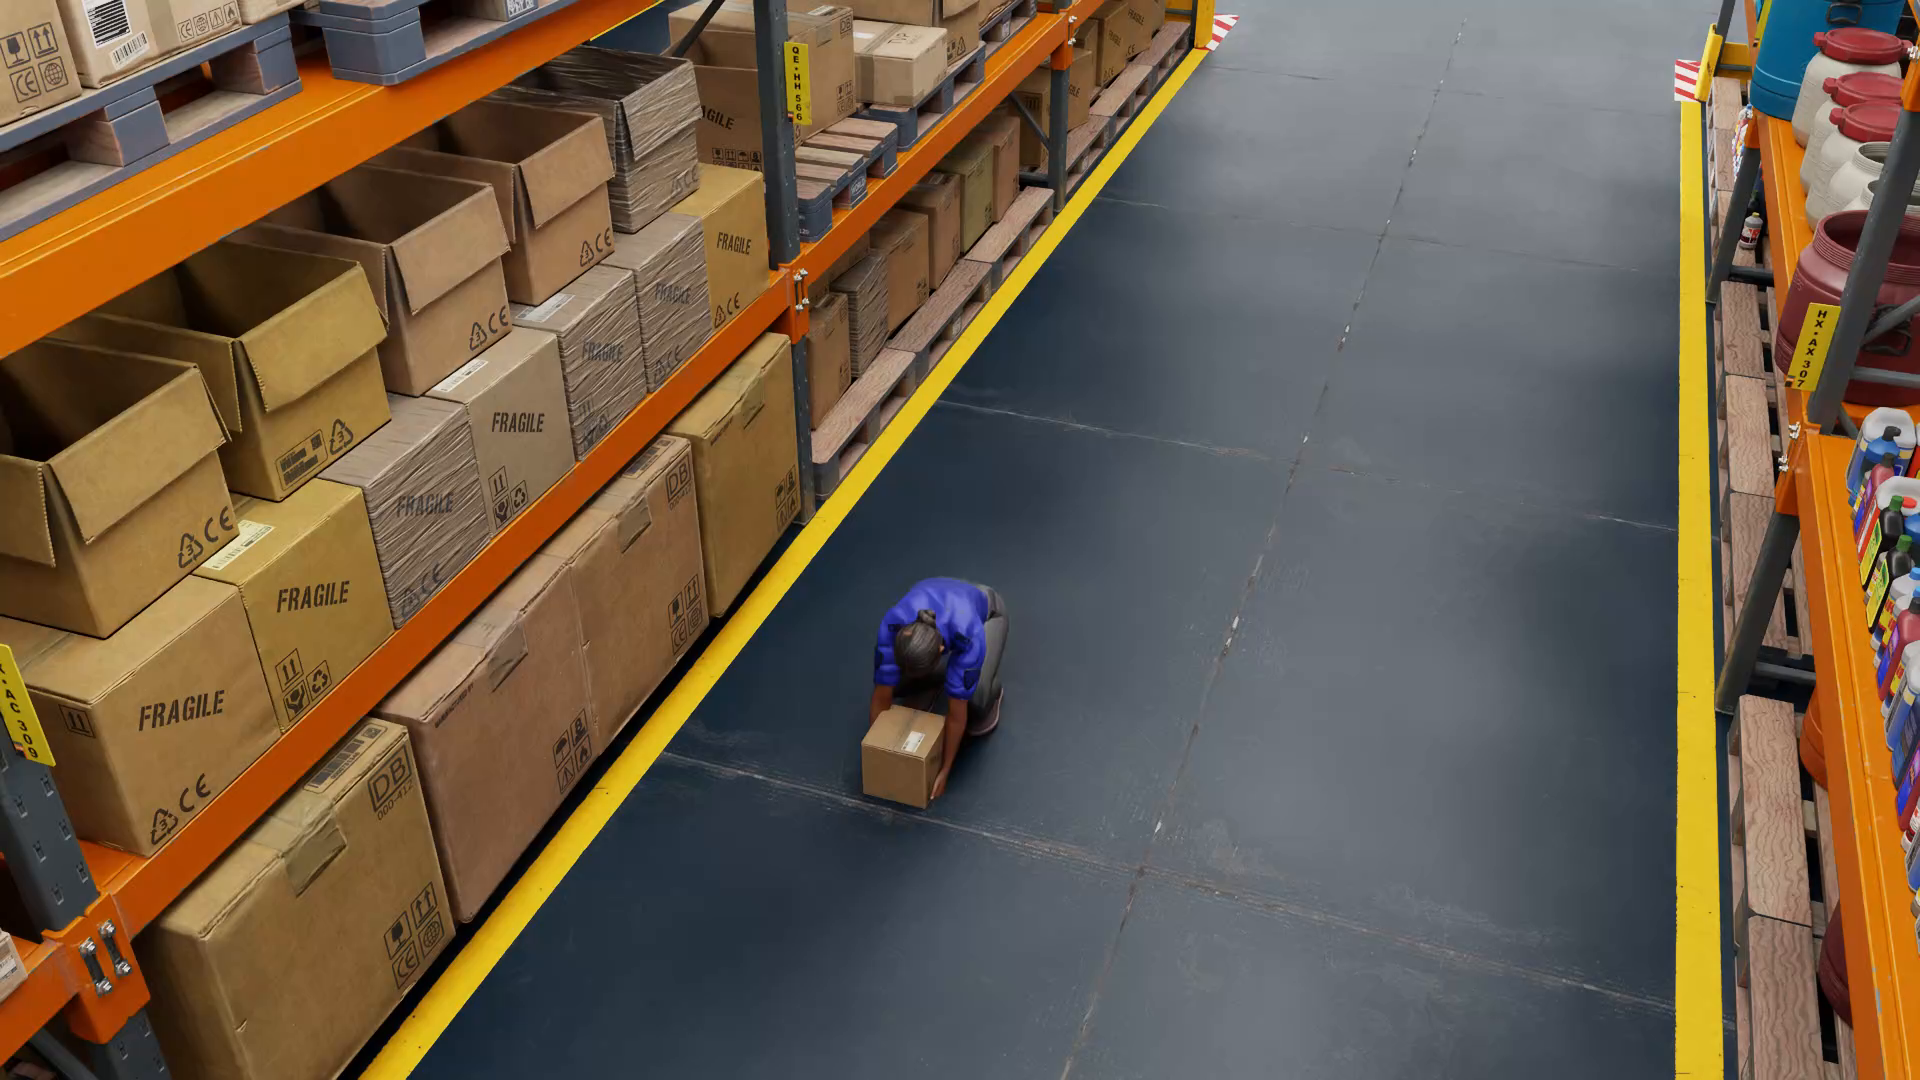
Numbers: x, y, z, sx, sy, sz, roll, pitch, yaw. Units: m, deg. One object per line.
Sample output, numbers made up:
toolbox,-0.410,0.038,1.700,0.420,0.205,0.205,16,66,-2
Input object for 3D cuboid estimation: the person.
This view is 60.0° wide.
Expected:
person,-0.076,0.467,6.328,0.472,0.814,0.823,12,35,18
